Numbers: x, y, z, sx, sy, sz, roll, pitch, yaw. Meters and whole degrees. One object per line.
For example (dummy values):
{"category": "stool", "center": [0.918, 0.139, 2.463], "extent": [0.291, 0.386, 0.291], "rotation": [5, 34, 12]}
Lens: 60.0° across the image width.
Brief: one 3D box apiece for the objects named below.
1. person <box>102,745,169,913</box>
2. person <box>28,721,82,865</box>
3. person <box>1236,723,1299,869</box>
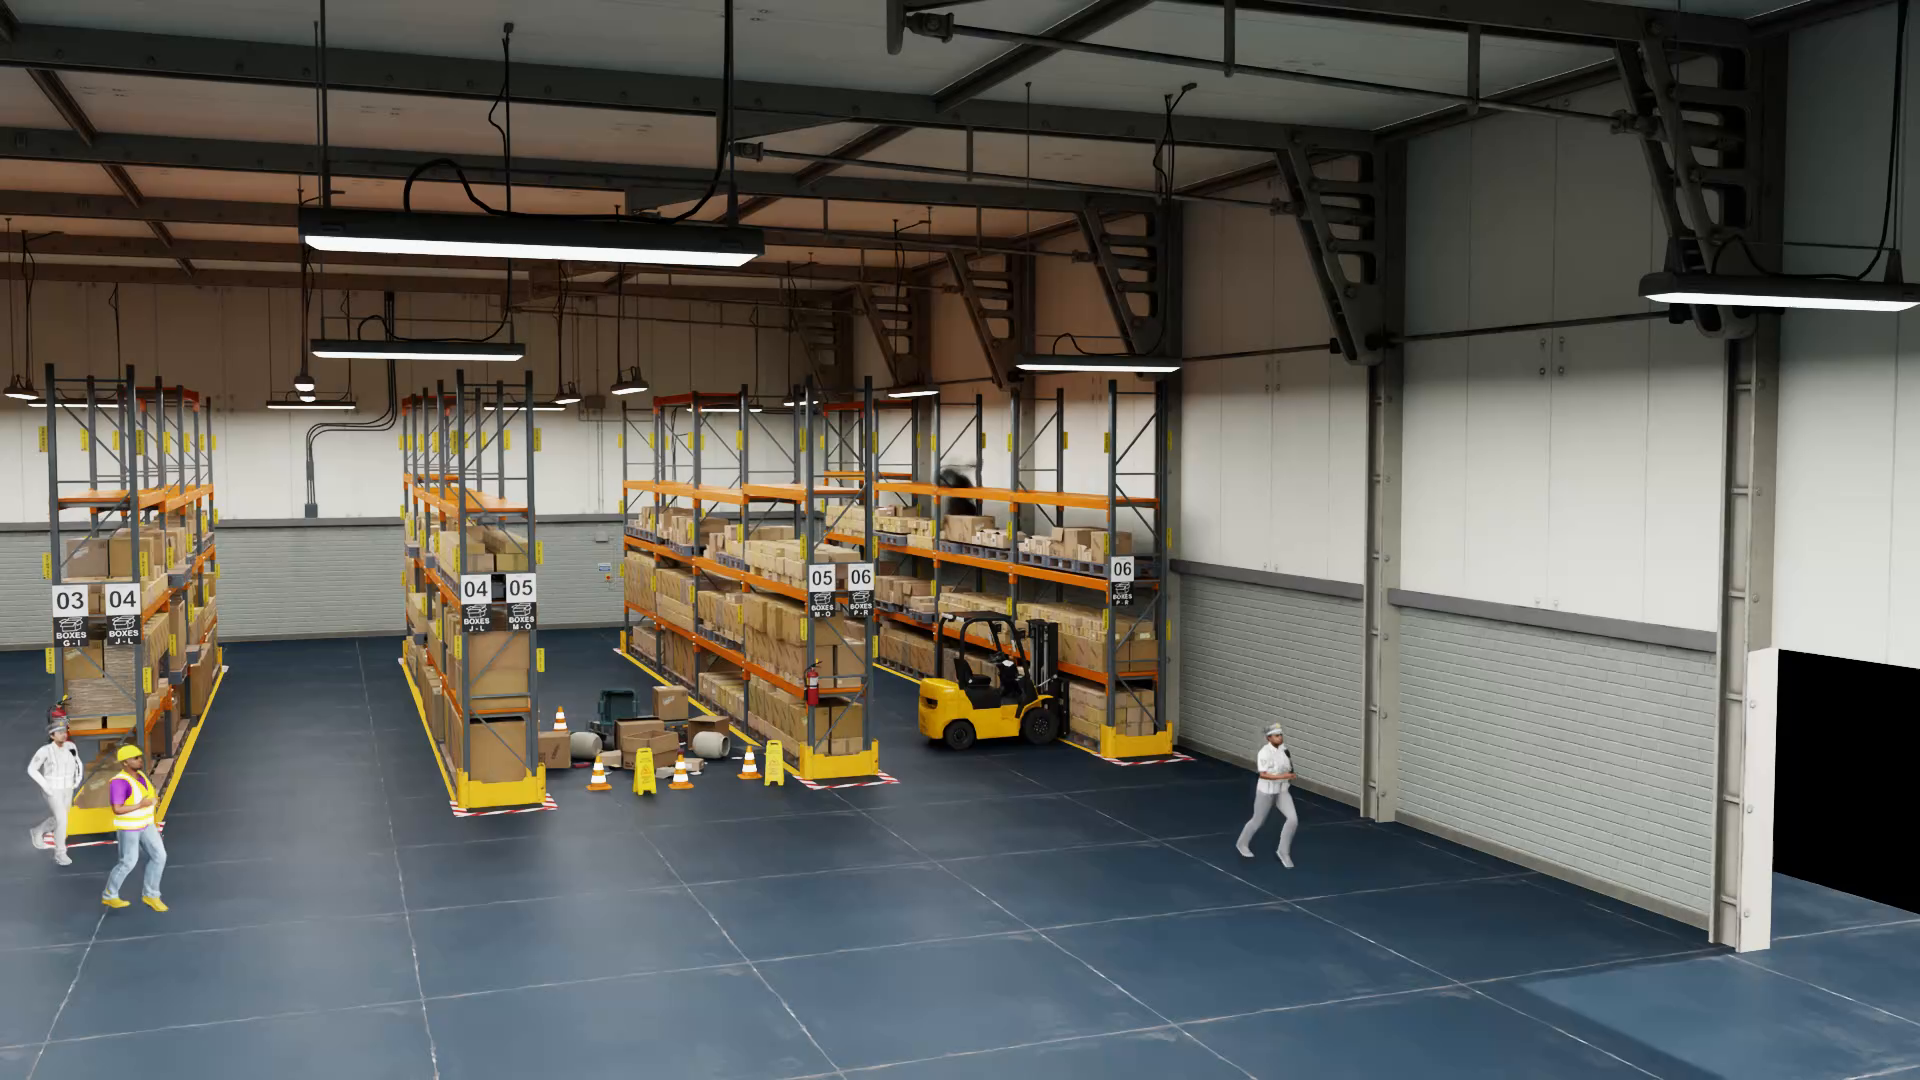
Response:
{"category": "person", "center": [-8.772, 3.085, 17.673], "extent": [0.730, 1.823, 0.674], "rotation": [1, 3, 9]}
{"category": "person", "center": [-10.851, 3.001, 19.965], "extent": [0.705, 1.707, 0.628], "rotation": [2, 4, 26]}
{"category": "person", "center": [3.697, 3.008, 19.725], "extent": [0.583, 1.739, 0.885], "rotation": [-2, 4, -32]}
